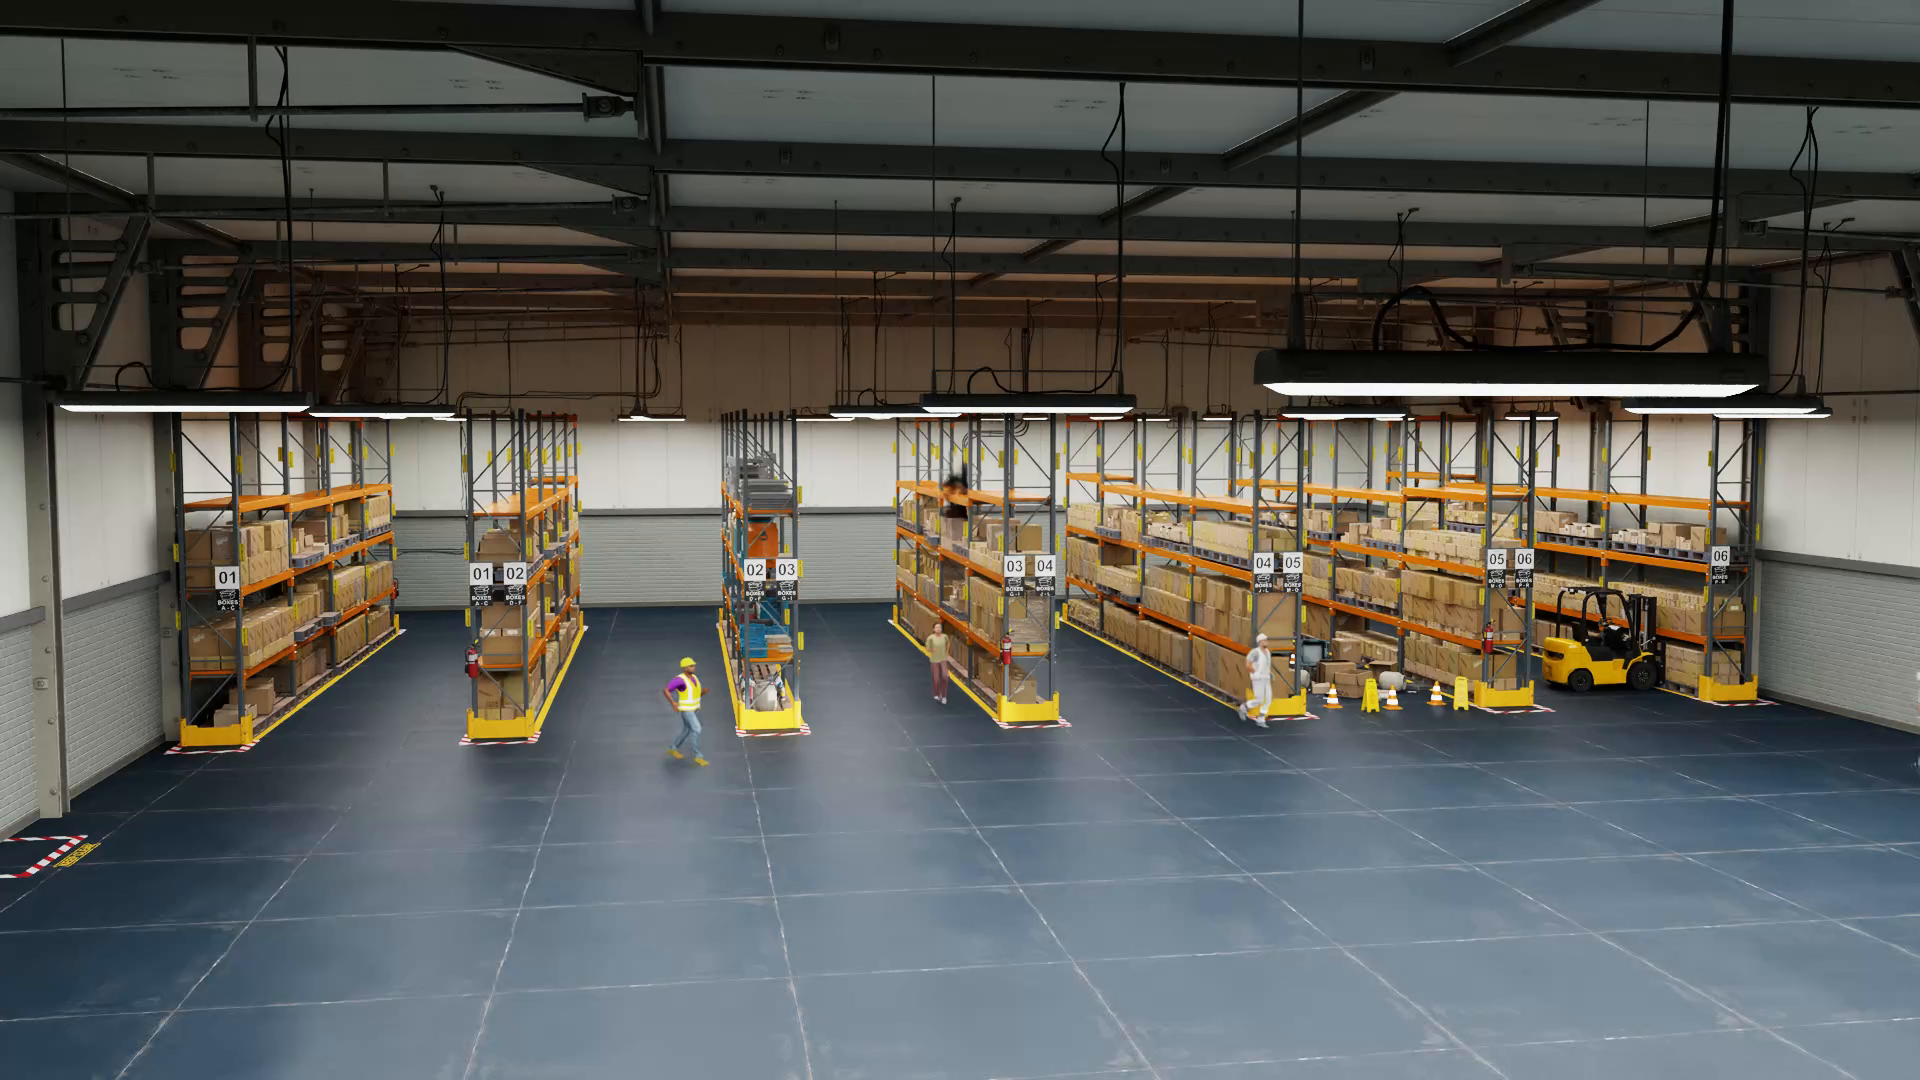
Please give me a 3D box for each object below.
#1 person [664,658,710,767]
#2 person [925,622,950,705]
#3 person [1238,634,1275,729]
[{"bbox_3d":[-4.556,2.877,27.929,0.871,1.804,0.685,1,4,18],"label":"person"},{"bbox_3d":[-0.444,2.521,34.070,0.556,1.710,0.711,-1,4,-10],"label":"person"},{"bbox_3d":[5.681,2.661,31.550,0.679,1.769,0.703,-4,5,-43],"label":"person"}]
